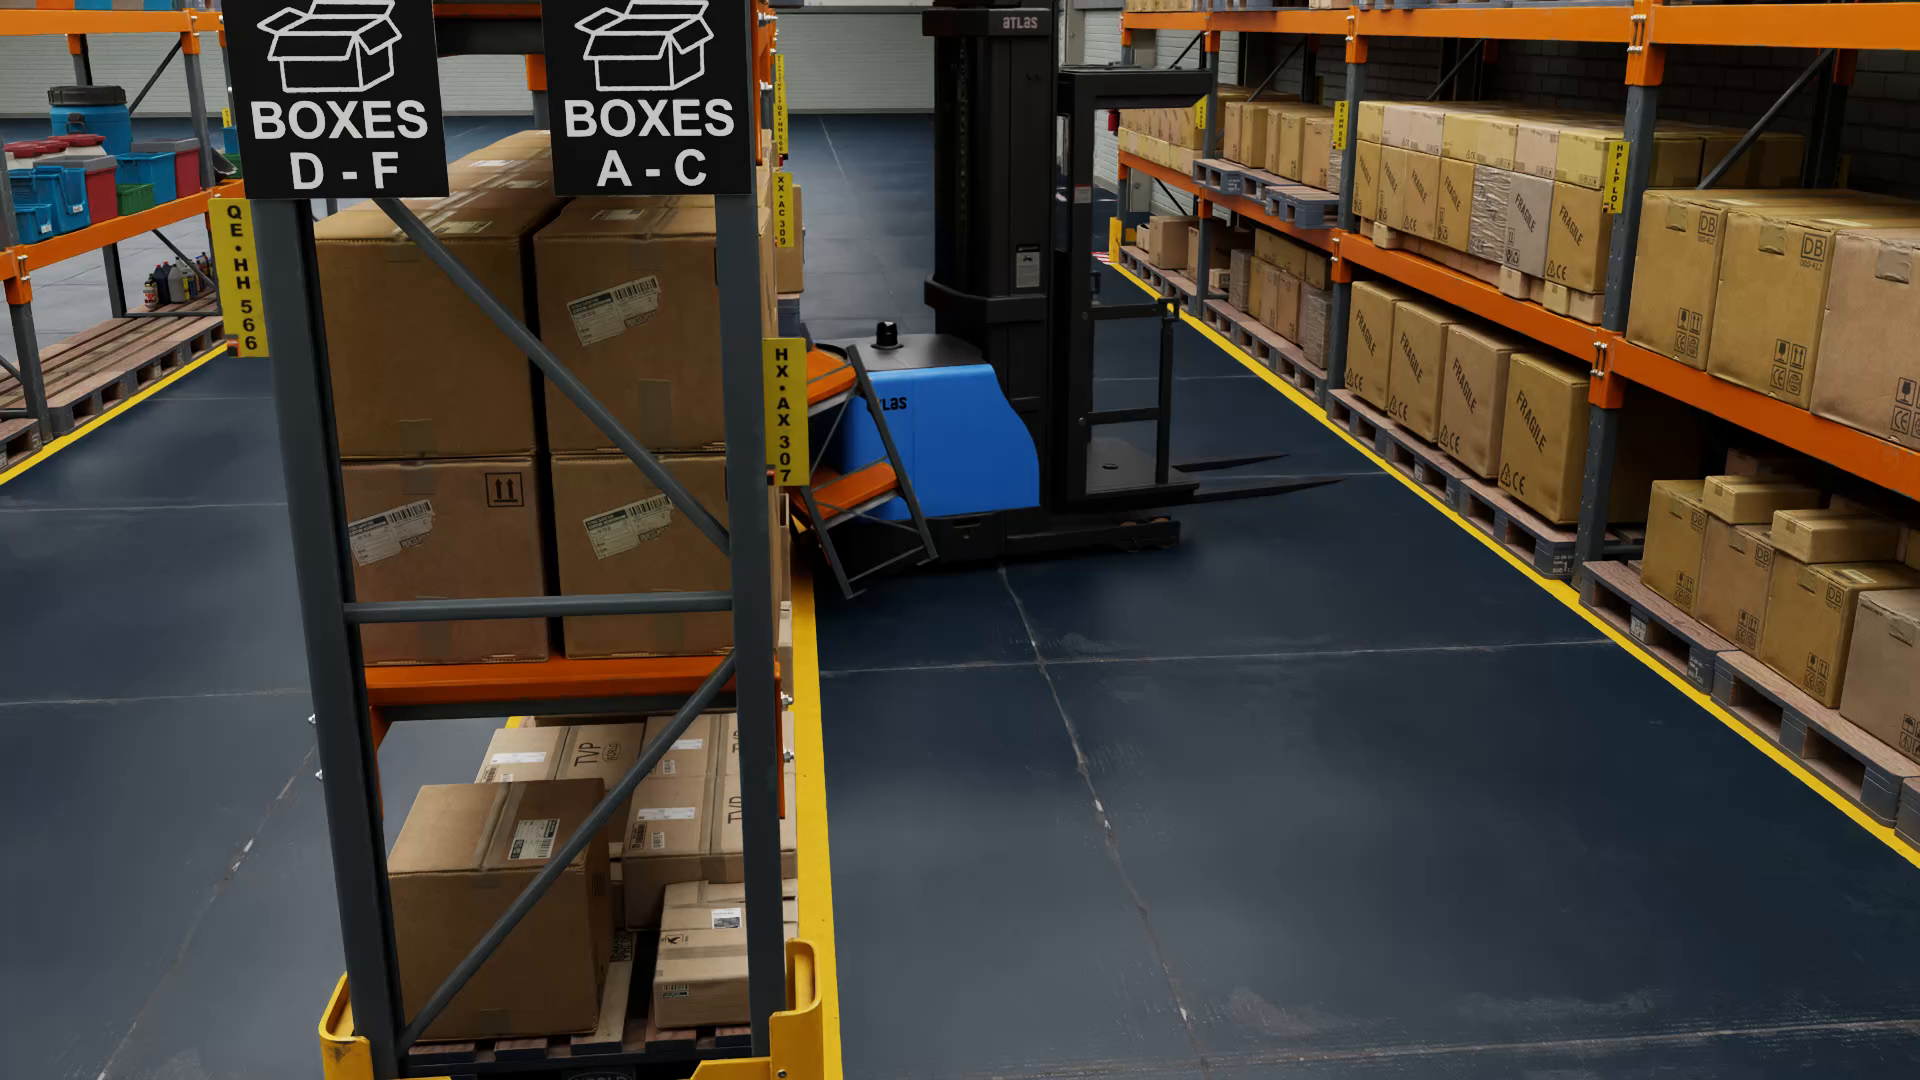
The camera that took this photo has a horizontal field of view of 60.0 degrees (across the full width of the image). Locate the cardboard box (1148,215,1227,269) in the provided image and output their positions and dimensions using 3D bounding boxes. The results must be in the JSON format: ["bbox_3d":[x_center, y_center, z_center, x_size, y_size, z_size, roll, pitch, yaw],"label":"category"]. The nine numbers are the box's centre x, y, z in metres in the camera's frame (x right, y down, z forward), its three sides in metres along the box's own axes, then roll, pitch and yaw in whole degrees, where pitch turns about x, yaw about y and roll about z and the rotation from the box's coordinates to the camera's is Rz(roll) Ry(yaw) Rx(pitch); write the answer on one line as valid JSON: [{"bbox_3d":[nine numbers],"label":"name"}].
[{"bbox_3d":[2.424,-3.185,17.752,0.700,0.500,0.500,-3,18,-9],"label":"cardboard box"}]

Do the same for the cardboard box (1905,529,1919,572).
[{"bbox_3d":[3.889,0.056,6.380,0.380,0.149,0.250,-2,18,-7],"label":"cardboard box"}]

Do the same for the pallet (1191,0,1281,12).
[{"bbox_3d":[2.727,-4.729,14.537,1.213,0.211,1.003,-2,18,-6],"label":"pallet"}]

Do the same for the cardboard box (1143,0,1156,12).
[{"bbox_3d":[2.220,-5.832,17.536,0.500,0.500,0.500,-1,17,-3],"label":"cardboard box"}]

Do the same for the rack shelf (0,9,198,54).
[{"bbox_3d":[-6.878,-3.760,12.340,1.077,0.370,4.000,-2,18,-6],"label":"rack shelf"}]

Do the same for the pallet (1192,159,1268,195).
[{"bbox_3d":[2.704,-3.251,14.844,1.003,0.211,1.213,-2,18,-6],"label":"pallet"}]

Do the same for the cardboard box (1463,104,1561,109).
[{"bbox_3d":[3.537,-2.658,10.687,0.500,0.250,0.500,-2,18,-7],"label":"cardboard box"}]

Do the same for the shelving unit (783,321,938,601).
[{"bbox_3d":[-0.683,-0.426,8.346,0.538,1.125,1.048,-25,20,-12],"label":"shelving unit"}]

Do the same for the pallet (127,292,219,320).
[{"bbox_3d":[-7.112,-2.139,15.639,1.003,0.211,1.213,-2,18,-6],"label":"pallet"}]

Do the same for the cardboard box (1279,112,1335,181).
[{"bbox_3d":[2.973,-3.151,13.303,0.700,0.500,0.500,-2,18,-6],"label":"cardboard box"}]

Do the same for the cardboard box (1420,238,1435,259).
[{"bbox_3d":[3.130,-1.862,10.486,0.380,0.149,0.250,-1,17,-4],"label":"cardboard box"}]

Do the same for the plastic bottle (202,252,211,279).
[{"bbox_3d":[-7.615,-2.756,16.749,0.061,0.283,0.133,-1,17,-5],"label":"plastic bottle"}]

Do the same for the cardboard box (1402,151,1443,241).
[{"bbox_3d":[3.073,-2.125,10.241,0.500,0.500,0.500,-2,18,-6],"label":"cardboard box"}]

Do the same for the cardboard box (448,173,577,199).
[{"bbox_3d":[-1.350,-0.799,4.877,0.500,0.500,0.500,-1,17,-4],"label":"cardboard box"}]

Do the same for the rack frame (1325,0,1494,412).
[{"bbox_3d":[3.182,-2.383,11.759,1.000,3.000,0.127,-2,18,-6],"label":"rack frame"}]

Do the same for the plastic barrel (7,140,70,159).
[{"bbox_3d":[-7.128,-2.823,12.934,0.433,0.535,0.433,0,17,0],"label":"plastic barrel"}]

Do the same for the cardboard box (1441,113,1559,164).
[{"bbox_3d":[3.143,-2.336,9.660,0.500,0.250,0.500,-2,18,-7],"label":"cardboard box"}]

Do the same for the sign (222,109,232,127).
[{"bbox_3d":[-8.045,-4.576,18.284,0.100,0.325,0.005,-2,18,-6],"label":"sign"}]

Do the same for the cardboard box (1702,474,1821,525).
[{"bbox_3d":[3.424,-0.175,7.114,0.380,0.149,0.250,-1,17,-4],"label":"cardboard box"}]

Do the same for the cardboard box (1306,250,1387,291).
[{"bbox_3d":[3.060,-2.142,13.180,0.500,0.250,0.500,-1,17,-5],"label":"cardboard box"}]

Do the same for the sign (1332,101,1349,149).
[{"bbox_3d":[2.643,-2.878,11.535,0.100,0.325,0.005,-2,18,-6],"label":"sign"}]

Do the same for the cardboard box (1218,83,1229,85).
[{"bbox_3d":[2.659,-4.778,18.353,0.500,0.500,0.500,-2,17,-5],"label":"cardboard box"}]

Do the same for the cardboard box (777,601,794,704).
[{"bbox_3d":[-0.914,0.421,6.584,0.500,0.311,0.500,-2,18,-6],"label":"cardboard box"}]

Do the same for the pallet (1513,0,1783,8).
[{"bbox_3d":[3.451,-2.802,8.407,0.805,0.209,1.217,-2,18,-8],"label":"pallet"}]

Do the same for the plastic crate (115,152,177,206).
[{"bbox_3d":[-6.661,-2.942,13.566,0.392,0.384,0.575,-2,18,-6],"label":"plastic crate"}]

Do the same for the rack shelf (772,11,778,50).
[{"bbox_3d":[-1.951,-3.912,12.824,1.077,0.370,4.000,-2,18,-6],"label":"rack shelf"}]

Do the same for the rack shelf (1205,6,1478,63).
[{"bbox_3d":[2.976,-4.066,13.315,1.077,0.370,4.000,-2,18,-6],"label":"rack shelf"}]

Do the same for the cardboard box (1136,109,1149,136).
[{"bbox_3d":[2.195,-4.609,17.814,0.500,0.500,0.500,-2,18,-7],"label":"cardboard box"}]

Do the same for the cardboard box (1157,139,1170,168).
[{"bbox_3d":[2.309,-3.942,16.943,0.500,0.250,0.500,-2,18,-6],"label":"cardboard box"}]

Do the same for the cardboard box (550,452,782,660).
[{"bbox_3d":[-0.703,-0.033,4.108,0.500,0.500,0.500,-1,17,-4],"label":"cardboard box"}]

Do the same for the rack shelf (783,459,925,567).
[{"bbox_3d":[-0.600,-0.210,8.427,0.538,0.278,1.000,-25,20,-12],"label":"rack shelf"}]

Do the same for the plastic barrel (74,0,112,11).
[{"bbox_3d":[-6.681,-4.404,12.353,0.600,0.901,0.708,-2,18,-6],"label":"plastic barrel"}]

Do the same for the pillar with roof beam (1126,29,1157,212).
[{"bbox_3d":[-1.611,-9.101,23.143,9.100,9.000,0.400,-2,18,-6],"label":"pillar with roof beam"}]

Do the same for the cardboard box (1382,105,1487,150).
[{"bbox_3d":[3.029,-2.636,10.618,0.500,0.250,0.500,-2,18,-6],"label":"cardboard box"}]

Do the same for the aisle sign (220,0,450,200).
[{"bbox_3d":[-1.217,-1.056,3.191,0.394,0.787,0.004,-2,18,-6],"label":"aisle sign"}]

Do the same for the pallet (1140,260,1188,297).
[{"bbox_3d":[2.536,-2.807,17.767,1.003,0.211,1.213,-2,18,-6],"label":"pallet"}]

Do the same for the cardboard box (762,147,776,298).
[{"bbox_3d":[-0.915,-1.116,5.888,0.500,0.500,0.500,-2,18,-5],"label":"cardboard box"}]

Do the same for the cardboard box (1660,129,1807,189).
[{"bbox_3d":[3.807,-1.893,8.250,0.500,0.250,0.500,-1,17,-4],"label":"cardboard box"}]

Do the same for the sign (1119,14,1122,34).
[{"bbox_3d":[2.552,-8.221,26.485,0.001,0.298,0.199,-2,18,-6],"label":"sign"}]

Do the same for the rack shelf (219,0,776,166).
[{"bbox_3d":[-1.126,-1.529,5.232,1.077,0.370,4.000,-2,18,-6],"label":"rack shelf"}]

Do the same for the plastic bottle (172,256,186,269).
[{"bbox_3d":[-7.491,-2.551,15.982,0.144,0.351,0.185,-2,18,-6],"label":"plastic bottle"}]

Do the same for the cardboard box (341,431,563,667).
[{"bbox_3d":[-1.236,-0.018,4.059,0.500,0.500,0.500,-1,17,-4],"label":"cardboard box"}]

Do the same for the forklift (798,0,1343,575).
[{"bbox_3d":[0.666,-1.471,8.970,3.031,2.935,1.130,-6,18,-19],"label":"forklift"}]

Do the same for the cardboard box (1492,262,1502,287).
[{"bbox_3d":[3.202,-1.477,9.261,0.380,0.149,0.250,-2,18,-6],"label":"cardboard box"}]

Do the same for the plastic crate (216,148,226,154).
[{"bbox_3d":[-7.725,-4.058,17.534,0.298,0.136,0.250,-2,18,-6],"label":"plastic crate"}]

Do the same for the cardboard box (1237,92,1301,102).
[{"bbox_3d":[2.929,-4.017,15.928,0.500,0.500,0.500,-2,18,-7],"label":"cardboard box"}]

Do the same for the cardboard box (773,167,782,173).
[{"bbox_3d":[-1.292,-1.636,8.512,0.700,0.500,0.500,1,17,3],"label":"cardboard box"}]

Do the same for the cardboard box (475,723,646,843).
[{"bbox_3d":[-1.289,0.819,5.418,0.500,0.250,0.500,-2,18,-6],"label":"cardboard box"}]

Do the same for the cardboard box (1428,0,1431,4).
[{"bbox_3d":[3.337,-4.093,11.997,0.500,0.500,0.500,-2,18,-6],"label":"cardboard box"}]

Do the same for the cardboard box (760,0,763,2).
[{"bbox_3d":[-0.869,-1.813,5.185,0.500,0.250,0.500,-2,18,-6],"label":"cardboard box"}]

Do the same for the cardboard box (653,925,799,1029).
[{"bbox_3d":[-0.621,1.170,4.468,0.380,0.149,0.250,-2,18,-6],"label":"cardboard box"}]

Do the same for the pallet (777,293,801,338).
[{"bbox_3d":[-1.306,-1.187,8.270,1.003,0.211,1.213,-2,18,-6],"label":"pallet"}]

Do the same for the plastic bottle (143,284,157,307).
[{"bbox_3d":[-7.432,-2.242,15.247,0.097,0.201,0.097,0,17,0],"label":"plastic bottle"}]

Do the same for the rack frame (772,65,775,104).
[{"bbox_3d":[-2.157,-3.420,15.064,1.000,3.000,0.127,-2,18,-6],"label":"rack frame"}]

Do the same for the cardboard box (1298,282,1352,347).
[{"bbox_3d":[3.119,-1.770,13.246,0.700,0.500,0.500,-2,18,-6],"label":"cardboard box"}]

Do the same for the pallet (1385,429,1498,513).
[{"bbox_3d":[3.311,-0.452,10.266,1.003,0.211,1.213,-2,18,-6],"label":"pallet"}]
